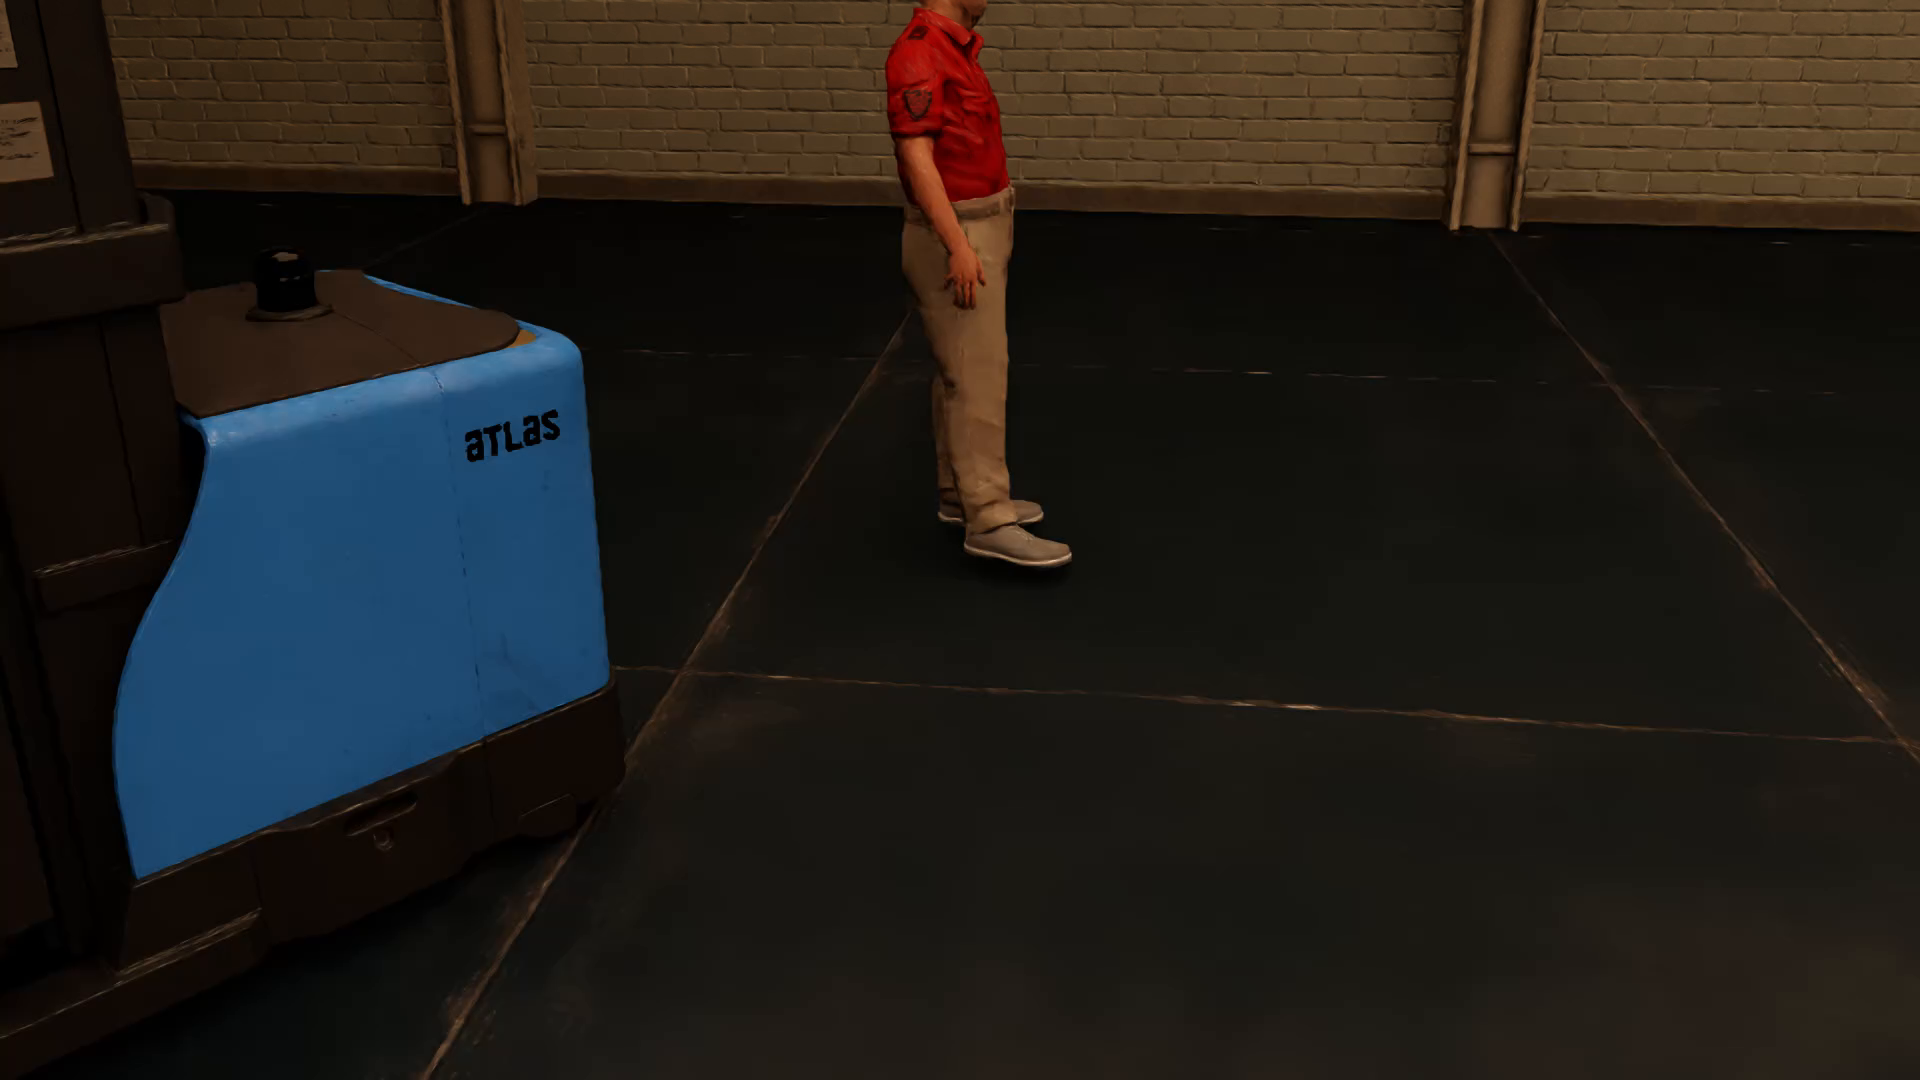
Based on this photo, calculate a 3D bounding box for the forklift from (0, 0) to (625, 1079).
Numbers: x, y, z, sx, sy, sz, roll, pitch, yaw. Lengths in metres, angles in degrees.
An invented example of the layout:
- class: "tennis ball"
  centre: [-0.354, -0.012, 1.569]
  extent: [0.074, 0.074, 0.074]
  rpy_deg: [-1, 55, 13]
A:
- class: "forklift"
  centre: [-2.109, -0.486, 2.460]
  extent: [1.130, 2.935, 3.031]
  rpy_deg: [19, 29, 39]

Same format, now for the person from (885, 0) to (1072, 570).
- class: "person"
  centre: [0.088, -0.838, 4.816]
  extent: [0.550, 1.727, 0.641]
  rpy_deg: [3, 22, 7]
